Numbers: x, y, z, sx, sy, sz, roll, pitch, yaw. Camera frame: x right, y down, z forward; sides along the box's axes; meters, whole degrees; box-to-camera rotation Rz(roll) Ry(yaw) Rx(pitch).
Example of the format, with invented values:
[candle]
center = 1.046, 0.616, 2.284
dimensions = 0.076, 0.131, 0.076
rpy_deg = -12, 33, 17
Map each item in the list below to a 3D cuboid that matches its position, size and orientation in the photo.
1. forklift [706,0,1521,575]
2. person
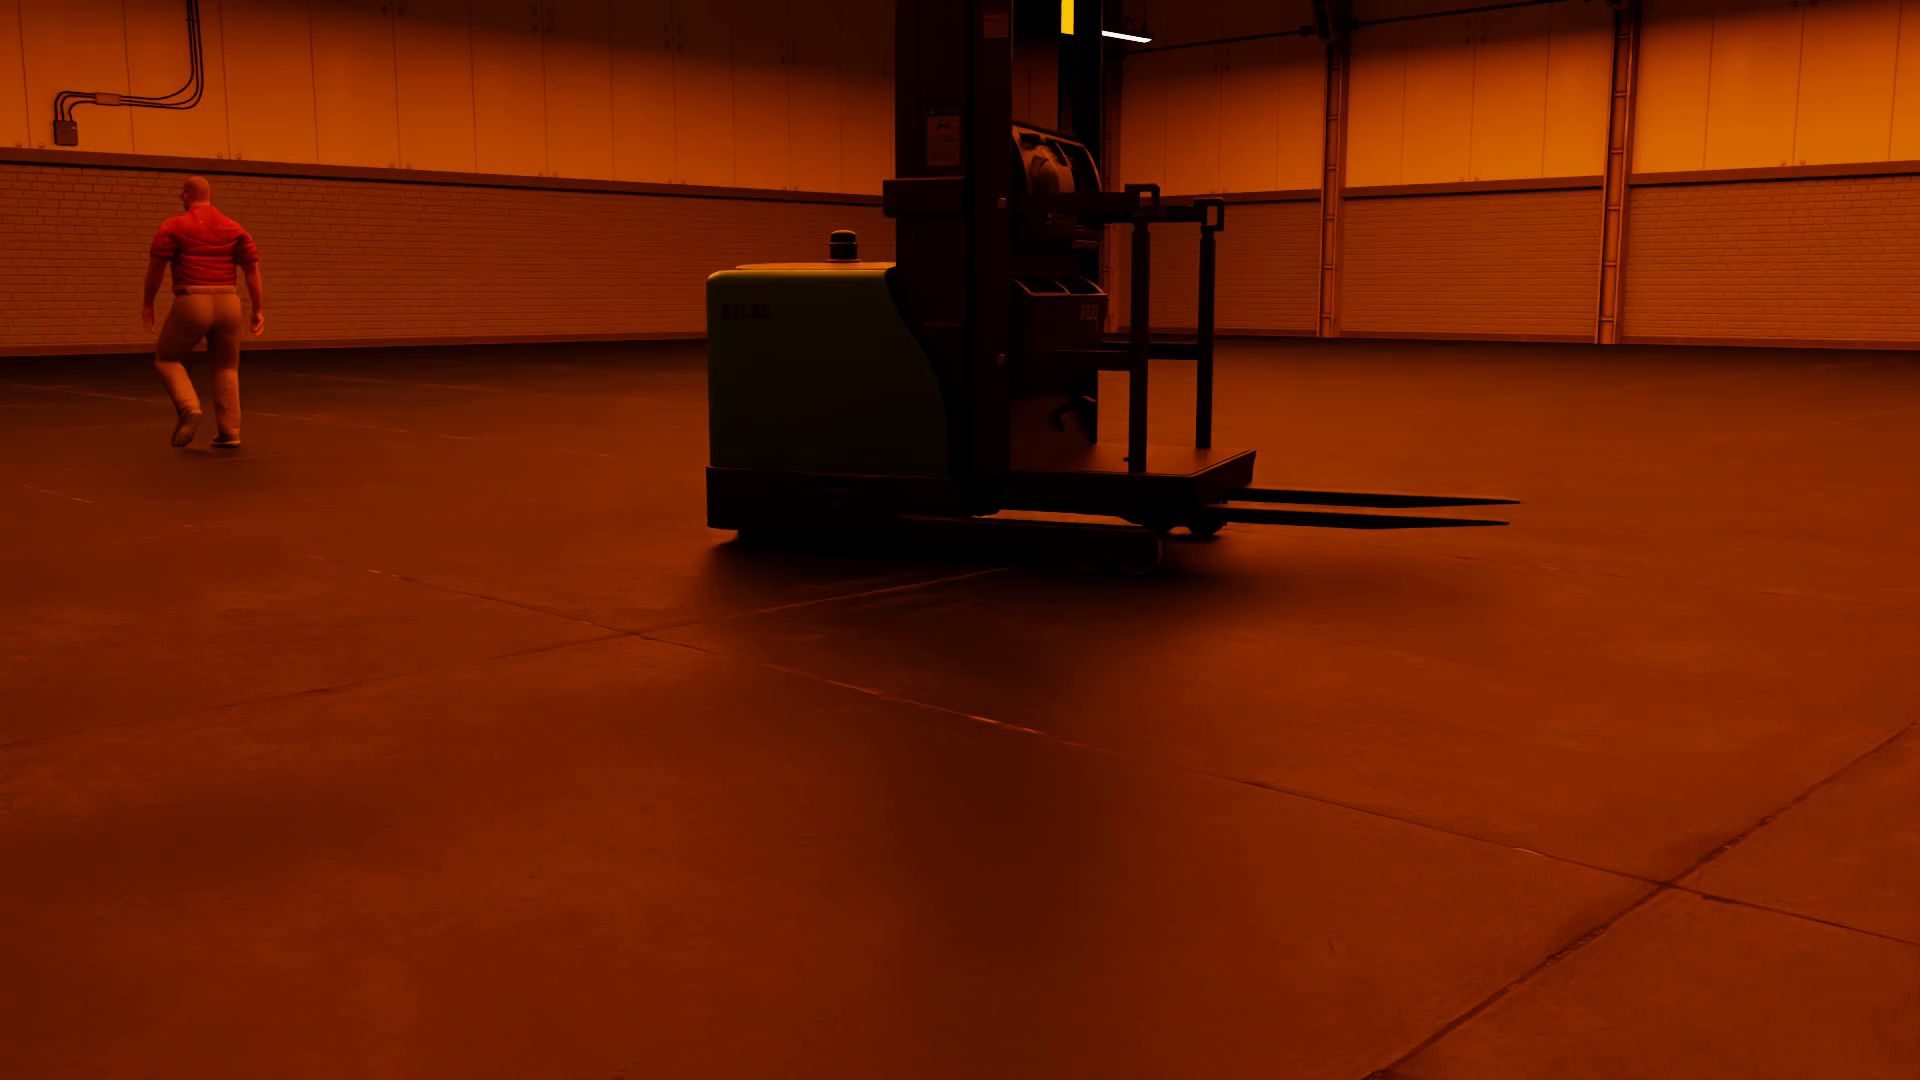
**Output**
[forklift]
center = 0.565, -1.416, 6.275
dimensions = 3.031, 2.935, 1.130
rpy_deg = 3, 9, 22
[person]
center = -4.836, -1.448, 10.600
dimensions = 0.691, 1.707, 0.467
rpy_deg = -8, 11, -41
